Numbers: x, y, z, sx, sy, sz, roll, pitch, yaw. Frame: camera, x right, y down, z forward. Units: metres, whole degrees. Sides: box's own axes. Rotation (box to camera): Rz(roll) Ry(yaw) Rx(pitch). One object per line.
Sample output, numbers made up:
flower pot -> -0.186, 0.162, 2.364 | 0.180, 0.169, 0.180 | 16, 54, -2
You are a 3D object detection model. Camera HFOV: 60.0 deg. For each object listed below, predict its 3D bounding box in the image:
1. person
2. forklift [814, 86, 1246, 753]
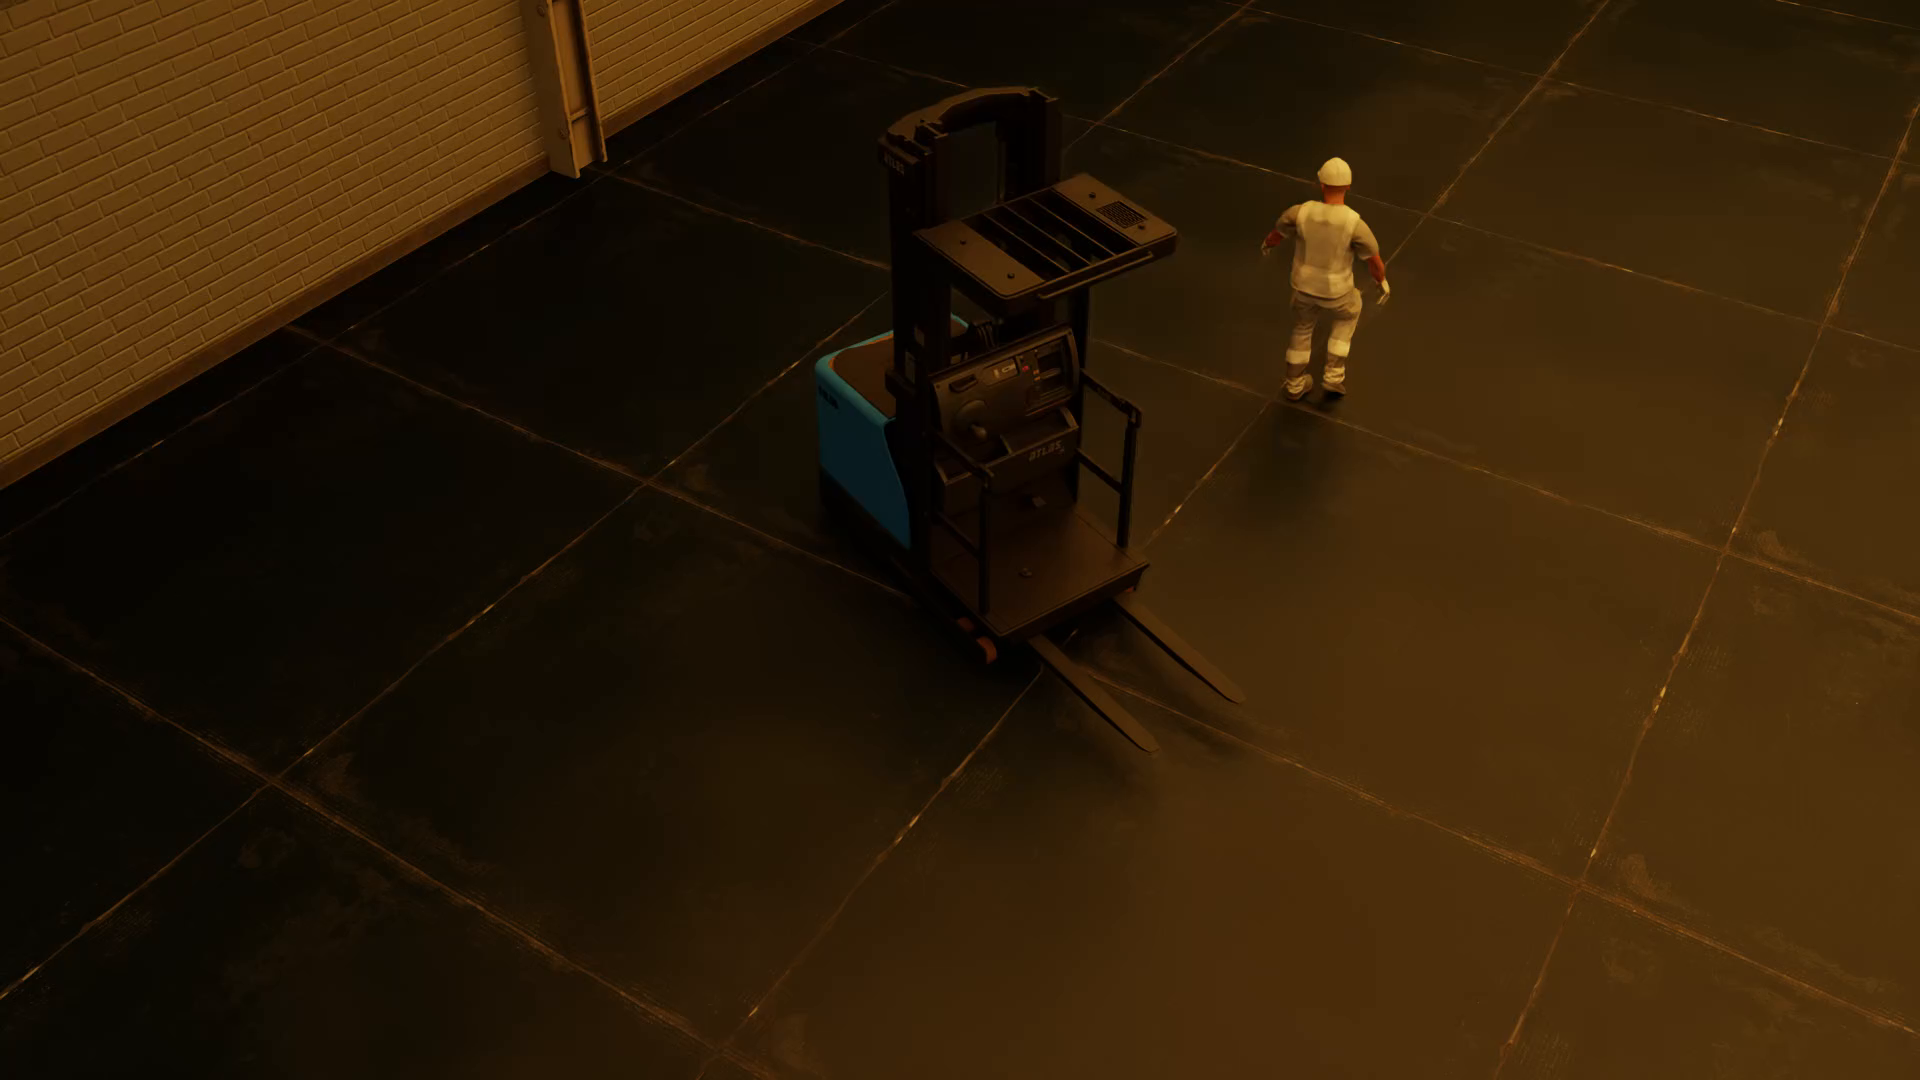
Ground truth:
person -> 2.355, -1.695, 10.895 | 0.898, 1.786, 0.483 | 20, 44, 22
forklift -> 0.382, -0.770, 8.875 | 1.130, 2.935, 3.031 | -25, 46, -26
